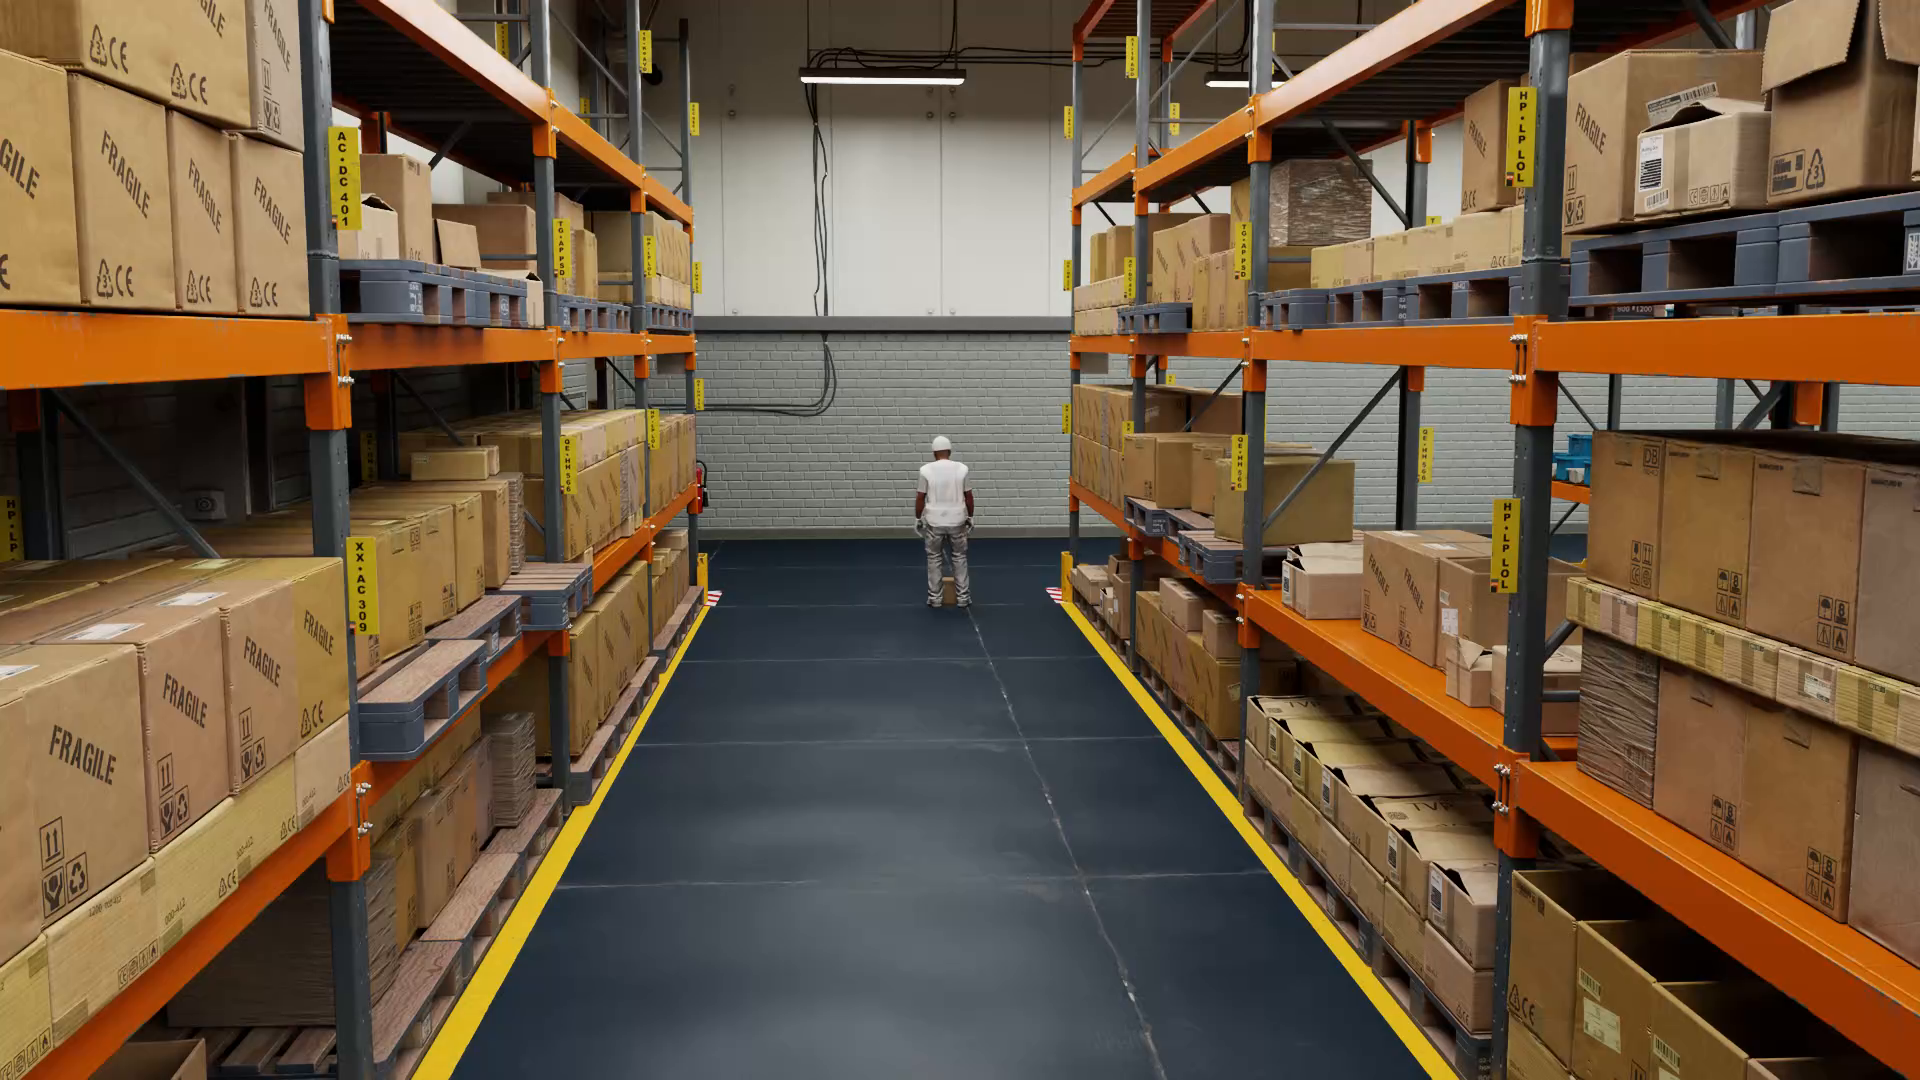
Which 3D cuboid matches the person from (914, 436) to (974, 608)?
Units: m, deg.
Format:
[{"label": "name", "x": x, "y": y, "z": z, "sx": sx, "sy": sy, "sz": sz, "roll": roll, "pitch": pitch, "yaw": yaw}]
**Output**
[{"label": "person", "x": -0.162, "y": -0.192, "z": 17.306, "sx": 0.628, "sy": 1.774, "sz": 0.449, "roll": -1, "pitch": 7, "yaw": -7}]
